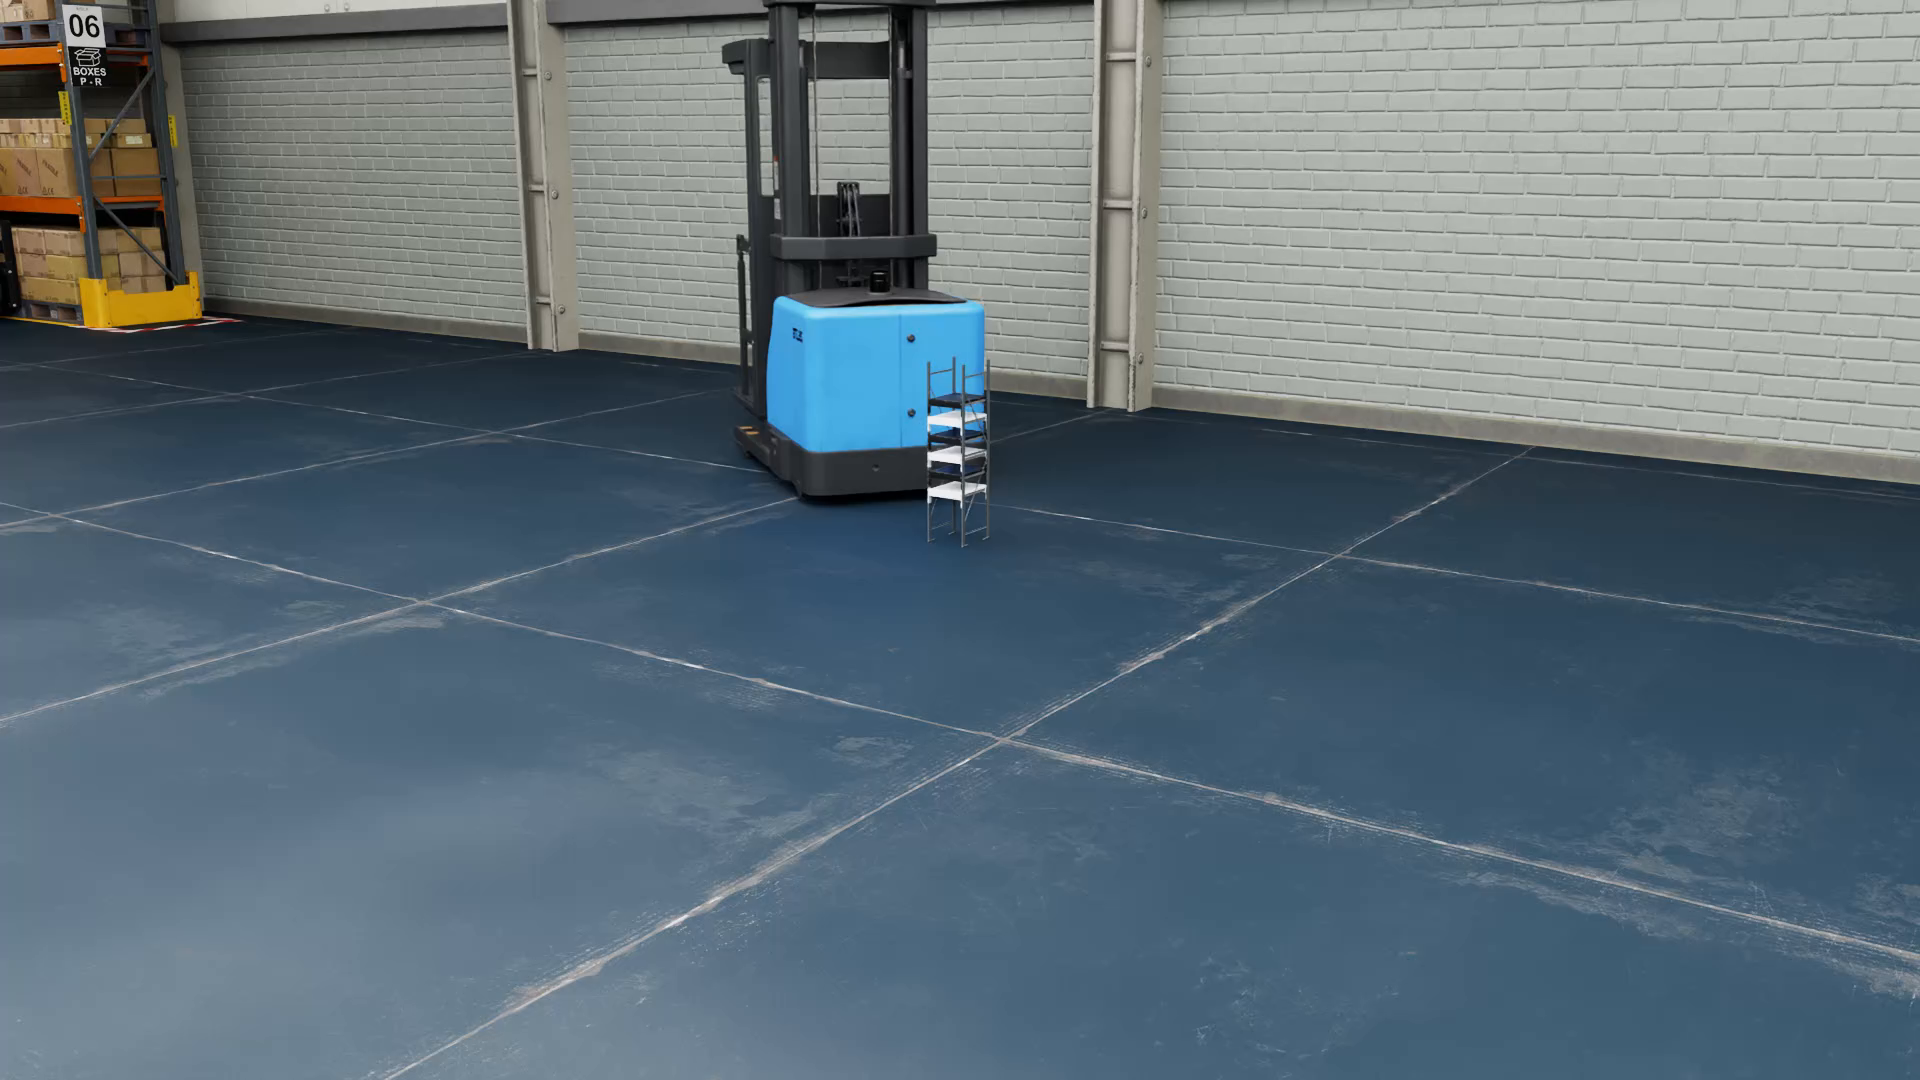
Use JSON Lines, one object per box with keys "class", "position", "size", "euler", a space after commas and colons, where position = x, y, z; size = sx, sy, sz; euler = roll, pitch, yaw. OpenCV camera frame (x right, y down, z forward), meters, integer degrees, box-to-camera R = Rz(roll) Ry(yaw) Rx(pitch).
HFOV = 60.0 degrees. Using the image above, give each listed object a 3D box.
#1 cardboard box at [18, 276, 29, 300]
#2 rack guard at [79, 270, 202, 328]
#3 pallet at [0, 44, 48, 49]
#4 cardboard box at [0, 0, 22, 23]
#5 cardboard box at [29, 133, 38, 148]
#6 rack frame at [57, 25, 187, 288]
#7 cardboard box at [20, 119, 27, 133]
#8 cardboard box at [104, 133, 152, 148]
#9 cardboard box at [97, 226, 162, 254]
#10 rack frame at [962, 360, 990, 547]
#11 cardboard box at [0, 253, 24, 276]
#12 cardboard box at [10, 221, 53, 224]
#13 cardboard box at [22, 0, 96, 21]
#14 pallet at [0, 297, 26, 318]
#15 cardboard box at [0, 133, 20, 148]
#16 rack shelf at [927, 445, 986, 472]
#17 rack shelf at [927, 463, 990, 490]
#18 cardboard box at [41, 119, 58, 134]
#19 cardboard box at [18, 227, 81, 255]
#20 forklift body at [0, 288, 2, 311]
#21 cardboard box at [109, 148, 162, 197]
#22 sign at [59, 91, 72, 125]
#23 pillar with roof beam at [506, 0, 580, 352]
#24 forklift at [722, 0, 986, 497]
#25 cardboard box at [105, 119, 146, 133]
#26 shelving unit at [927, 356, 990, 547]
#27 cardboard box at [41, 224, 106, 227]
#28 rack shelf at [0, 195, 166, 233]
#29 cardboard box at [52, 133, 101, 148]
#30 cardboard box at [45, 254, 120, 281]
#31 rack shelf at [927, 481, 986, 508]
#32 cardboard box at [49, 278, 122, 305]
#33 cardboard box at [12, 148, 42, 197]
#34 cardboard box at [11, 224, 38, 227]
{"class": "cardboard box", "position": [-10.082, -2.788, 18.190], "size": [0.500, 0.250, 0.500], "euler": [9, 17, 33]}
{"class": "rack guard", "position": [-8.678, -2.564, 17.642], "size": [0.348, 0.500, 1.175], "euler": [9, 17, 33]}
{"class": "pallet", "position": [-10.287, -5.458, 18.069], "size": [1.213, 0.211, 1.003], "euler": [9, 17, 33]}
{"class": "cardboard box", "position": [-9.766, -5.509, 17.290], "size": [0.258, 0.266, 0.396], "euler": [9, 17, 33]}
{"class": "cardboard box", "position": [-9.552, -4.210, 17.531], "size": [0.250, 0.149, 0.380], "euler": [10, 17, 34]}
{"class": "rack frame", "position": [-8.698, -3.781, 17.355], "size": [0.127, 3.000, 1.000], "euler": [9, 17, 33]}
{"class": "cardboard box", "position": [-9.732, -4.400, 17.676], "size": [0.250, 0.149, 0.380], "euler": [9, 17, 33]}
{"class": "cardboard box", "position": [-8.835, -4.242, 17.657], "size": [0.250, 0.149, 0.380], "euler": [9, 16, 31]}
{"class": "cardboard box", "position": [-8.991, -3.238, 17.927], "size": [0.500, 0.250, 0.500], "euler": [9, 16, 32]}
{"class": "rack frame", "position": [0.078, -0.424, 8.164], "size": [0.006, 0.900, 0.240], "euler": [9, 17, 33]}
{"class": "cardboard box", "position": [-10.127, -3.030, 18.129], "size": [0.500, 0.250, 0.500], "euler": [9, 16, 32]}
{"class": "cardboard box", "position": [-10.660, -3.509, 19.023], "size": [0.500, 0.250, 0.500], "euler": [9, 17, 33]}
{"class": "cardboard box", "position": [-9.202, -5.549, 16.963], "size": [0.500, 0.500, 0.500], "euler": [10, 17, 35]}
{"class": "pallet", "position": [-10.364, -2.685, 18.732], "size": [1.213, 0.211, 1.003], "euler": [9, 17, 33]}
{"class": "cardboard box", "position": [-9.999, -4.272, 17.781], "size": [0.250, 0.149, 0.380], "euler": [9, 16, 31]}
{"class": "rack shelf", "position": [-0.007, -0.406, 8.227], "size": [0.200, 0.077, 0.258], "euler": [9, 17, 33]}
{"class": "rack shelf", "position": [-0.007, -0.318, 8.249], "size": [0.200, 0.077, 0.258], "euler": [9, 17, 33]}
{"class": "cardboard box", "position": [-9.335, -4.322, 17.362], "size": [0.250, 0.149, 0.380], "euler": [9, 17, 33]}
{"class": "cardboard box", "position": [-9.681, -3.202, 17.785], "size": [0.500, 0.250, 0.500], "euler": [10, 17, 34]}
{"class": "forklift body", "position": [-11.290, -3.260, 17.014], "size": [1.214, 2.155, 2.313], "euler": [9, 17, 33]}
{"class": "cardboard box", "position": [-8.954, -3.951, 17.835], "size": [0.500, 0.500, 0.500], "euler": [10, 17, 35]}
{"class": "sign", "position": [-9.013, -4.352, 16.757], "size": [0.005, 0.325, 0.100], "euler": [9, 17, 33]}
{"class": "pillar with roof beam", "position": [-6.197, -5.303, 11.019], "size": [0.400, 9.000, 9.100], "euler": [9, 17, 33]}
{"class": "forklift", "position": [-0.805, -1.967, 10.172], "size": [1.130, 2.935, 3.031], "euler": [-5, 15, -18]}
{"class": "cardboard box", "position": [-8.858, -4.376, 17.583], "size": [0.250, 0.149, 0.380], "euler": [9, 16, 32]}
{"class": "shelving unit", "position": [-0.007, -0.438, 8.219], "size": [0.210, 0.900, 0.258], "euler": [9, 17, 33]}
{"class": "cardboard box", "position": [-9.817, -3.373, 18.475], "size": [0.500, 0.250, 0.500], "euler": [9, 17, 32]}
{"class": "rack shelf", "position": [-10.358, -3.700, 18.525], "size": [4.000, 0.370, 1.077], "euler": [9, 17, 33]}
{"class": "cardboard box", "position": [-9.142, -4.135, 17.227], "size": [0.250, 0.149, 0.380], "euler": [9, 17, 34]}
{"class": "cardboard box", "position": [-9.277, -2.896, 17.586], "size": [0.500, 0.250, 0.500], "euler": [9, 16, 32]}
{"class": "rack shelf", "position": [-0.007, -0.231, 8.271], "size": [0.200, 0.077, 0.258], "euler": [9, 17, 33]}
{"class": "cardboard box", "position": [-9.265, -2.650, 17.635], "size": [0.500, 0.250, 0.500], "euler": [9, 17, 33]}
{"class": "cardboard box", "position": [-9.679, -3.915, 17.686], "size": [0.500, 0.500, 0.500], "euler": [10, 17, 35]}
{"class": "cardboard box", "position": [-10.522, -3.337, 18.330], "size": [0.500, 0.250, 0.500], "euler": [9, 16, 32]}
